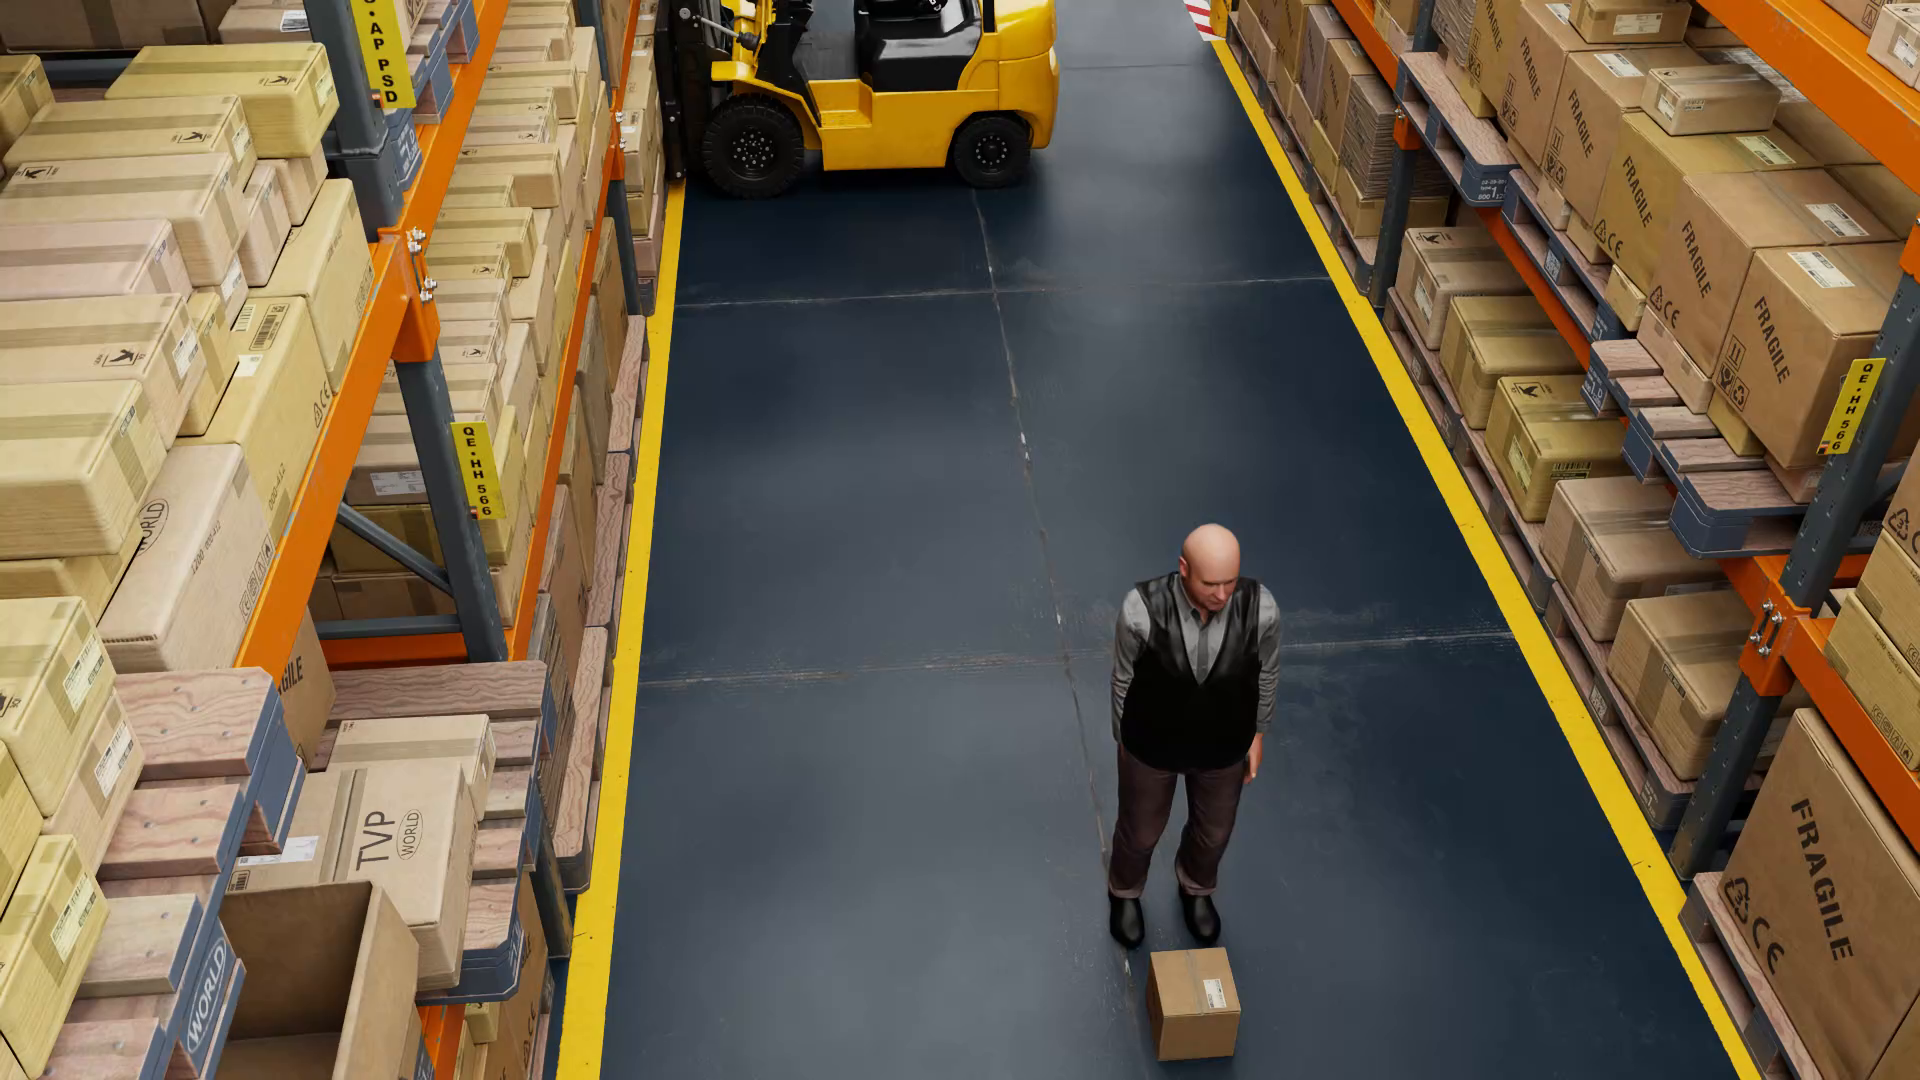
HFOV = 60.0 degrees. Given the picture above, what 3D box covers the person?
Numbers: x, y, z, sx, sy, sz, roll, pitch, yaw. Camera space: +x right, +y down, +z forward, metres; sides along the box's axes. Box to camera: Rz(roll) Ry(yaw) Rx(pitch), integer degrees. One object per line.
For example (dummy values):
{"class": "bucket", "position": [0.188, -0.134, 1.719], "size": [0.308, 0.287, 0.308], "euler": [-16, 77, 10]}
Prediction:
{"class": "person", "position": [0.742, 0.650, 5.375], "size": [0.533, 1.715, 0.359], "euler": [-2, 39, -3]}
